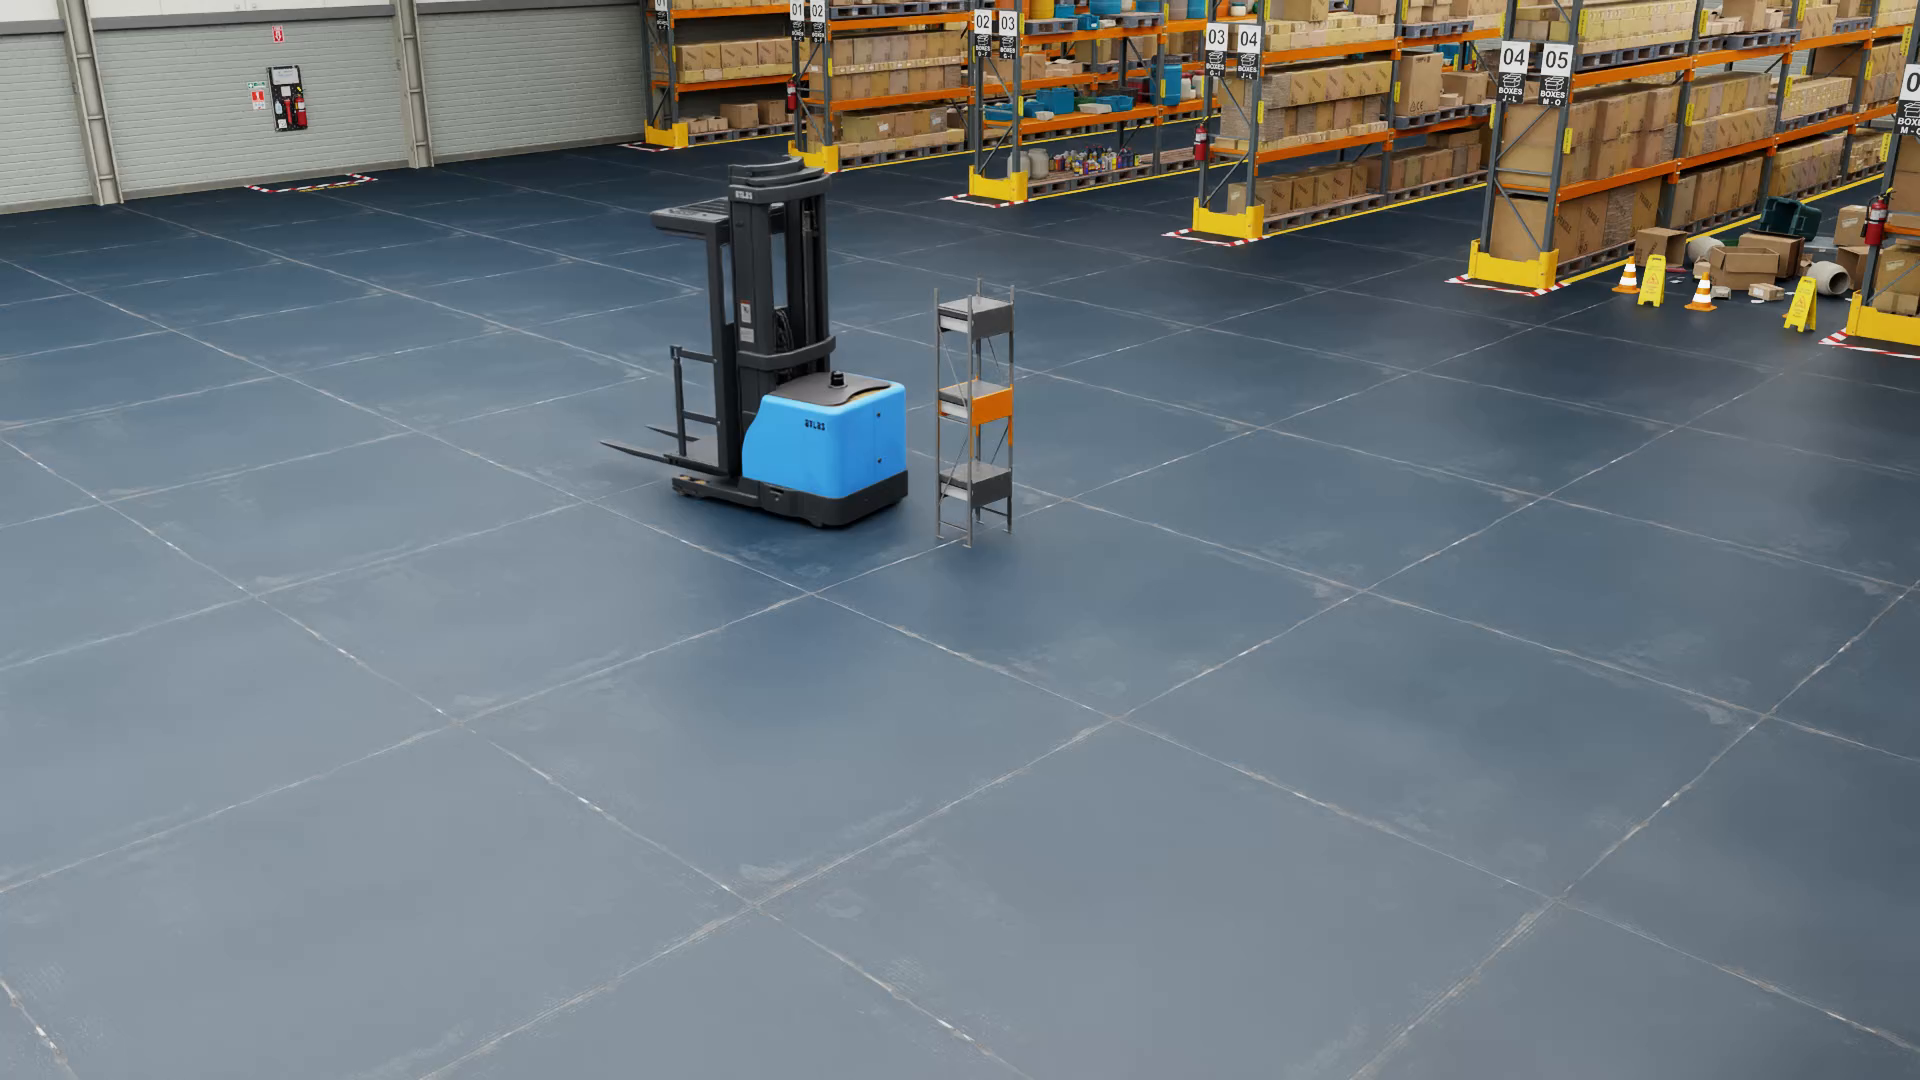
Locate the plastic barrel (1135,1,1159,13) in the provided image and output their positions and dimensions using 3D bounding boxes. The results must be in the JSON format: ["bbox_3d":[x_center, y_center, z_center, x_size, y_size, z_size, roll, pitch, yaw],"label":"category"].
[{"bbox_3d":[3.651,-10.370,31.720,0.600,0.901,0.708,19,28,41],"label":"plastic barrel"}]

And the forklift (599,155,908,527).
[{"bbox_3d":[-1.956,-1.871,14.583,3.031,2.935,1.130,14,25,32],"label":"forklift"}]

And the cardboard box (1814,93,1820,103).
[{"bbox_3d":[14.838,-7.765,29.174,0.250,0.149,0.380,-19,28,-40],"label":"cardboard box"}]

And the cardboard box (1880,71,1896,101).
[{"bbox_3d":[17.308,-8.599,31.439,0.500,0.500,0.500,18,28,40],"label":"cardboard box"}]

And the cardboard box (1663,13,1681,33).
[{"bbox_3d":[9.972,-7.435,23.852,0.500,0.250,0.500,19,28,40],"label":"cardboard box"}]

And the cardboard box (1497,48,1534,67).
[{"bbox_3d":[10.770,-9.205,32.031,0.637,0.503,0.797,-19,28,-41],"label":"cardboard box"}]

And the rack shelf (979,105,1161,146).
[{"bbox_3d":[2.057,-7.701,30.658,1.077,0.370,4.000,19,28,41],"label":"rack shelf"}]

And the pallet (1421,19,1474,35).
[{"bbox_3d":[8.229,-9.023,29.176,1.213,0.211,1.003,19,28,41],"label":"pallet"}]

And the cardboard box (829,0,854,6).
[{"bbox_3d":[-2.481,-10.619,32.144,0.637,0.503,0.797,-18,27,-38],"label":"cardboard box"}]

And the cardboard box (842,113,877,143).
[{"bbox_3d":[-2.004,-8.237,33.252,0.500,0.500,0.500,19,28,41],"label":"cardboard box"}]

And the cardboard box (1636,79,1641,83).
[{"bbox_3d":[14.113,-9.644,35.062,0.380,0.149,0.250,18,28,39],"label":"cardboard box"}]

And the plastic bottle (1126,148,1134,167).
[{"bbox_3d":[3.209,-7.282,31.645,0.144,0.351,0.185,18,28,39],"label":"plastic bottle"}]

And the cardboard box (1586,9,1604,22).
[{"bbox_3d":[8.330,-6.983,22.123,0.380,0.149,0.250,19,28,41],"label":"cardboard box"}]

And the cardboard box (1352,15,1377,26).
[{"bbox_3d":[6.616,-8.539,27.310,0.380,0.149,0.250,18,27,38],"label":"cardboard box"}]

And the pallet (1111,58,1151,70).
[{"bbox_3d":[4.050,-11.231,39.108,1.003,0.211,1.213,19,28,41],"label":"pallet"}]

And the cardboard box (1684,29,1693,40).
[{"bbox_3d":[10.459,-7.395,24.306,0.380,0.149,0.250,19,28,40],"label":"cardboard box"}]

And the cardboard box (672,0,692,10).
[{"bbox_3d":[-6.024,-11.481,35.144,0.500,0.500,0.500,-19,28,-41],"label":"cardboard box"}]

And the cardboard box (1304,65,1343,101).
[{"bbox_3d":[5.835,-7.394,26.910,0.500,0.500,0.500,19,28,41],"label":"cardboard box"}]

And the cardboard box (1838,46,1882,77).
[{"bbox_3d":[16.554,-8.807,30.587,0.500,0.500,0.500,-19,28,-41],"label":"cardboard box"}]

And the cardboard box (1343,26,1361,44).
[{"bbox_3d":[6.146,-8.195,26.969,0.500,0.250,0.500,19,28,40],"label":"cardboard box"}]

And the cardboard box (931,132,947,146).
[{"bbox_3d":[-0.617,-8.404,34.732,0.500,0.250,0.500,19,28,41],"label":"cardboard box"}]

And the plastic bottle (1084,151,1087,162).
[{"bbox_3d":[2.384,-7.283,31.759,0.097,0.271,0.097,0,21,0],"label":"plastic bottle"}]

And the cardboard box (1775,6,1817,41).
[{"bbox_3d":[13.864,-8.599,27.672,0.500,0.500,0.500,19,28,41],"label":"cardboard box"}]

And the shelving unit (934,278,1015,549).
[{"bbox_3d":[0.115,-1.023,13.536,0.431,2.100,0.503,19,28,41],"label":"shelving unit"}]

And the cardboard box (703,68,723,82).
[{"bbox_3d":[-5.517,-10.124,36.142,0.500,0.250,0.500,18,28,39],"label":"cardboard box"}]

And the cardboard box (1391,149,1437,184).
[{"bbox_3d":[8.181,-6.764,30.089,0.700,0.500,0.500,16,26,36],"label":"cardboard box"}]

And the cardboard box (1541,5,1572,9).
[{"bbox_3d":[8.219,-7.281,22.898,0.250,0.149,0.380,-20,28,-41],"label":"cardboard box"}]

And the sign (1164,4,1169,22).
[{"bbox_3d":[3.839,-9.814,30.961,0.100,0.325,0.005,19,28,41],"label":"sign"}]

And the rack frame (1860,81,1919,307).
[{"bbox_3d":[11.311,-3.802,19.513,1.000,3.000,0.127,19,28,41],"label":"rack frame"}]

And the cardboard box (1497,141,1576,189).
[{"bbox_3d":[7.920,-5.192,22.920,0.875,0.550,0.550,19,28,41],"label":"cardboard box"}]

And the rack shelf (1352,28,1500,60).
[{"bbox_3d":[8.396,-8.889,29.570,1.077,0.370,4.000,19,28,41],"label":"rack shelf"}]

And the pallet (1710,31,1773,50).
[{"bbox_3d":[12.085,-7.917,26.300,1.213,0.211,1.003,-19,28,-40],"label":"pallet"}]

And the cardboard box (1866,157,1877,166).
[{"bbox_3d":[17.425,-7.322,32.059,0.380,0.149,0.250,18,28,39],"label":"cardboard box"}]

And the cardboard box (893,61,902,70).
[{"bbox_3d":[-1.384,-9.554,33.435,0.380,0.149,0.250,20,28,41],"label":"cardboard box"}]

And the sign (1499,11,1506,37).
[{"bbox_3d":[7.315,-6.931,22.349,0.100,0.325,0.005,19,28,41],"label":"sign"}]

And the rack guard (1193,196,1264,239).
[{"bbox_3d":[4.263,-5.135,26.466,1.175,0.500,0.348,19,28,41],"label":"rack guard"}]

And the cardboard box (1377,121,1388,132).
[{"bbox_3d":[7.061,-7.065,28.351,0.380,0.149,0.250,19,28,41],"label":"cardboard box"}]

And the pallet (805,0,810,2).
[{"bbox_3d":[-3.139,-12.475,38.157,1.213,0.211,1.003,19,28,41],"label":"pallet"}]

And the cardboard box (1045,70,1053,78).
[{"bbox_3d":[1.847,-10.360,36.925,0.250,0.149,0.380,-18,27,-38],"label":"cardboard box"}]

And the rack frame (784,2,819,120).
[{"bbox_3d":[-3.646,-11.030,38.318,1.000,3.000,0.127,19,28,41],"label":"rack frame"}]

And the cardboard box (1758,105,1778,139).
[{"bbox_3d":[13.153,-6.935,27.525,0.500,0.500,0.500,19,28,41],"label":"cardboard box"}]

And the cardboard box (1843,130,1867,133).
[{"bbox_3d":[17.873,-8.088,33.222,0.380,0.149,0.250,19,28,40],"label":"cardboard box"}]

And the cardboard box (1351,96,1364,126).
[{"bbox_3d":[6.269,-7.277,27.998,0.875,0.500,0.500,19,28,41],"label":"cardboard box"}]

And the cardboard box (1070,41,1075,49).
[{"bbox_3d":[2.838,-13.548,44.451,0.980,0.700,0.700,18,28,39],"label":"cardboard box"}]

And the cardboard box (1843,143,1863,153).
[{"bbox_3d":[16.829,-7.413,31.466,0.380,0.149,0.250,19,28,40],"label":"cardboard box"}]

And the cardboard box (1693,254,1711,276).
[{"bbox_3d":[10.605,-3.865,23.486,0.258,0.266,0.396,-14,25,-33],"label":"cardboard box"}]

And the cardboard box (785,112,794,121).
[{"bbox_3d":[-3.998,-9.768,38.370,0.380,0.166,0.250,15,26,34],"label":"cardboard box"}]

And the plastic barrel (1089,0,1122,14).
[{"bbox_3d":[2.681,-10.152,30.567,0.600,0.901,0.708,19,28,41],"label":"plastic barrel"}]

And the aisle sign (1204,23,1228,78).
[{"bbox_3d":[3.952,-7.555,25.654,0.394,0.787,0.004,19,28,41],"label":"aisle sign"}]

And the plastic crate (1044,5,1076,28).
[{"bbox_3d":[1.776,-9.481,30.128,0.392,0.384,0.575,19,28,41],"label":"plastic crate"}]

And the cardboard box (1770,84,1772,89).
[{"bbox_3d":[14.003,-7.930,29.189,0.380,0.149,0.250,19,28,41],"label":"cardboard box"}]

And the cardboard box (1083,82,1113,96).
[{"bbox_3d":[3.217,-10.523,38.824,0.500,0.250,0.500,-19,28,-40],"label":"cardboard box"}]

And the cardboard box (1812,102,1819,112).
[{"bbox_3d":[14.837,-7.623,29.218,0.380,0.149,0.250,18,27,39],"label":"cardboard box"}]

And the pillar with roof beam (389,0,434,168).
[{"bbox_3d":[-7.669,-10.579,28.782,9.100,9.000,0.400,19,28,41],"label":"pillar with roof beam"}]

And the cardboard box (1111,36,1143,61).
[{"bbox_3d":[3.830,-11.440,38.658,0.500,0.500,0.700,-14,25,-32],"label":"cardboard box"}]
